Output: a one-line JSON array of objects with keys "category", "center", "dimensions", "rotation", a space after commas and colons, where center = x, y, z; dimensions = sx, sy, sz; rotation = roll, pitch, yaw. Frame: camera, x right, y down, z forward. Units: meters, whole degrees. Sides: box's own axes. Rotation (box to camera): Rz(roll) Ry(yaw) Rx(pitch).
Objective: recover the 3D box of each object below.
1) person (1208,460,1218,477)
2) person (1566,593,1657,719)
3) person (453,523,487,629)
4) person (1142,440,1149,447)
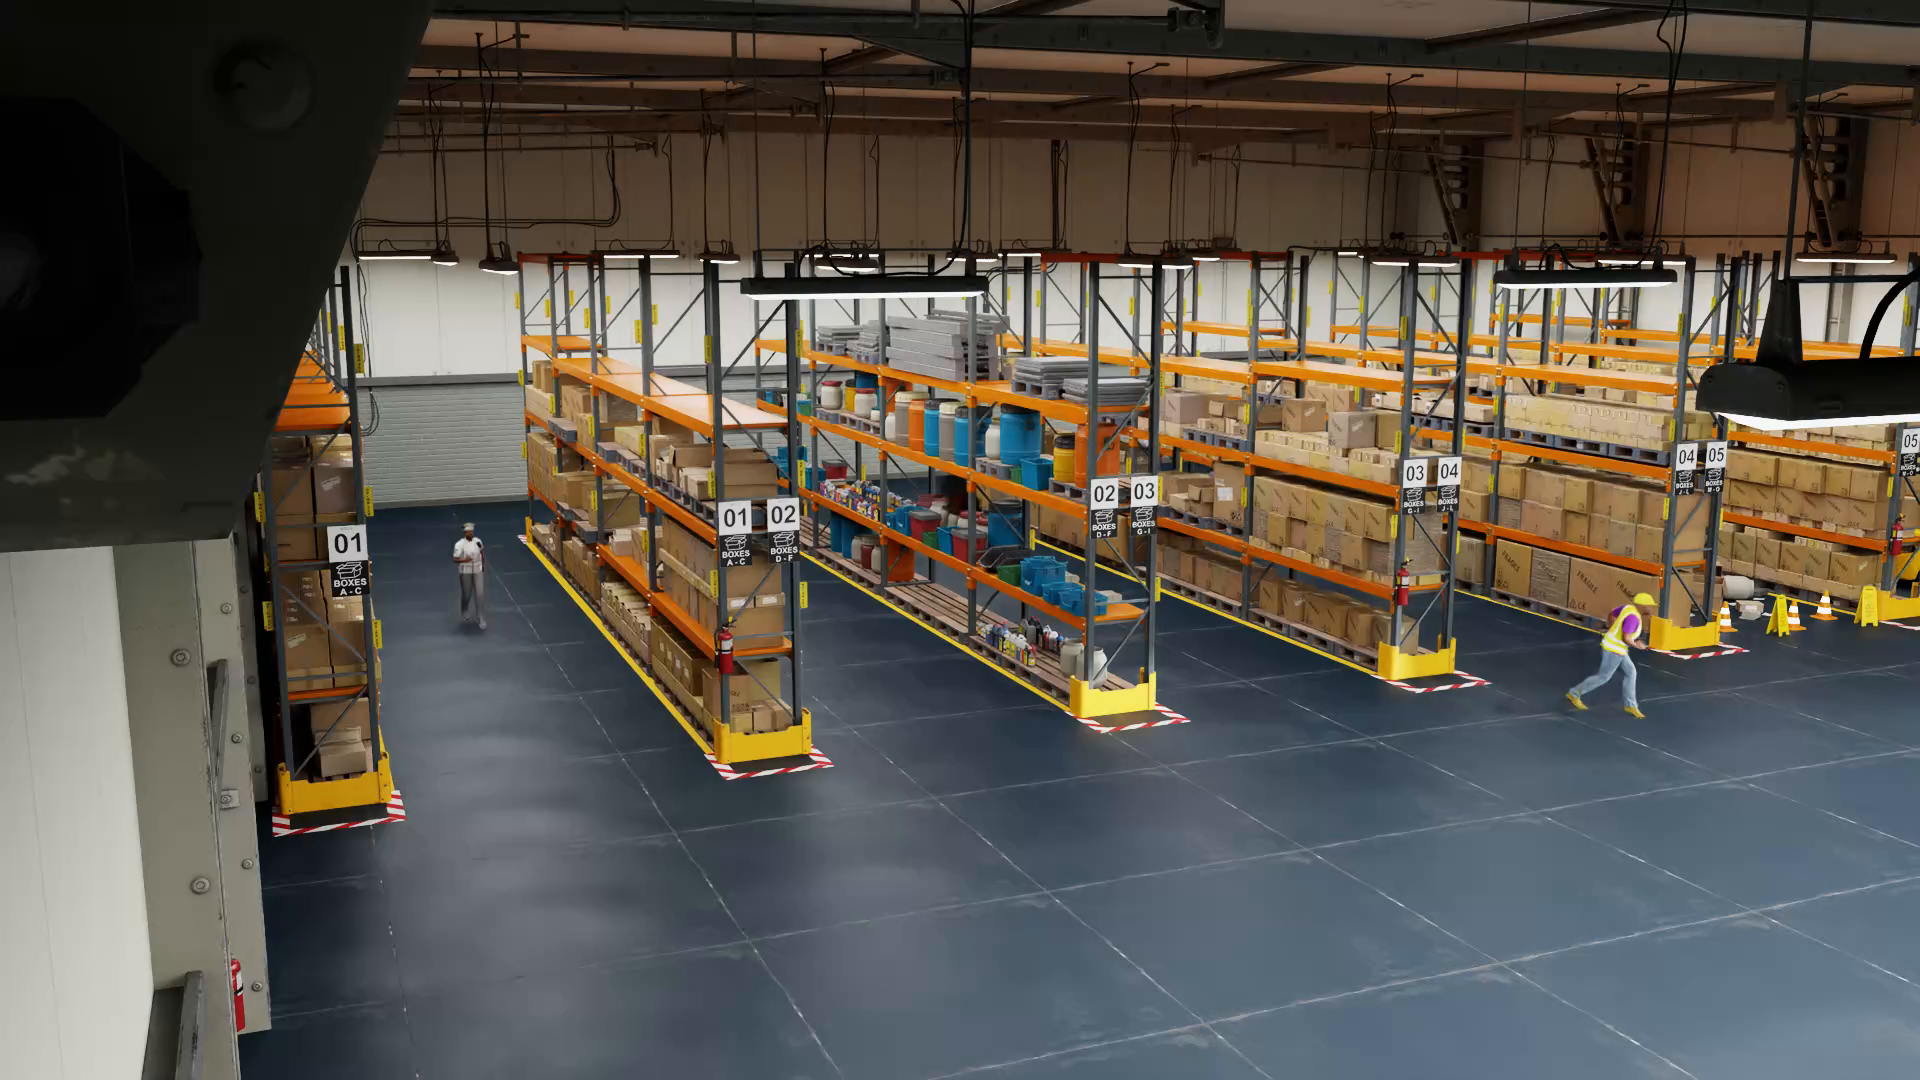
[{"category": "person", "center": [5.455, -0.924, 35.684], "dimensions": [0.539, 1.591, 0.831], "rotation": [-6, 12, -30]}, {"category": "person", "center": [8.656, 1.528, 22.123], "dimensions": [1.054, 1.716, 0.743], "rotation": [2, 11, 13]}, {"category": "person", "center": [-7.984, 0.546, 27.164], "dimensions": [0.575, 1.696, 0.909], "rotation": [-6, 12, -30]}, {"category": "person", "center": [4.776, -1.979, 41.387], "dimensions": [0.723, 1.721, 0.630], "rotation": [-7, 12, -34]}]
